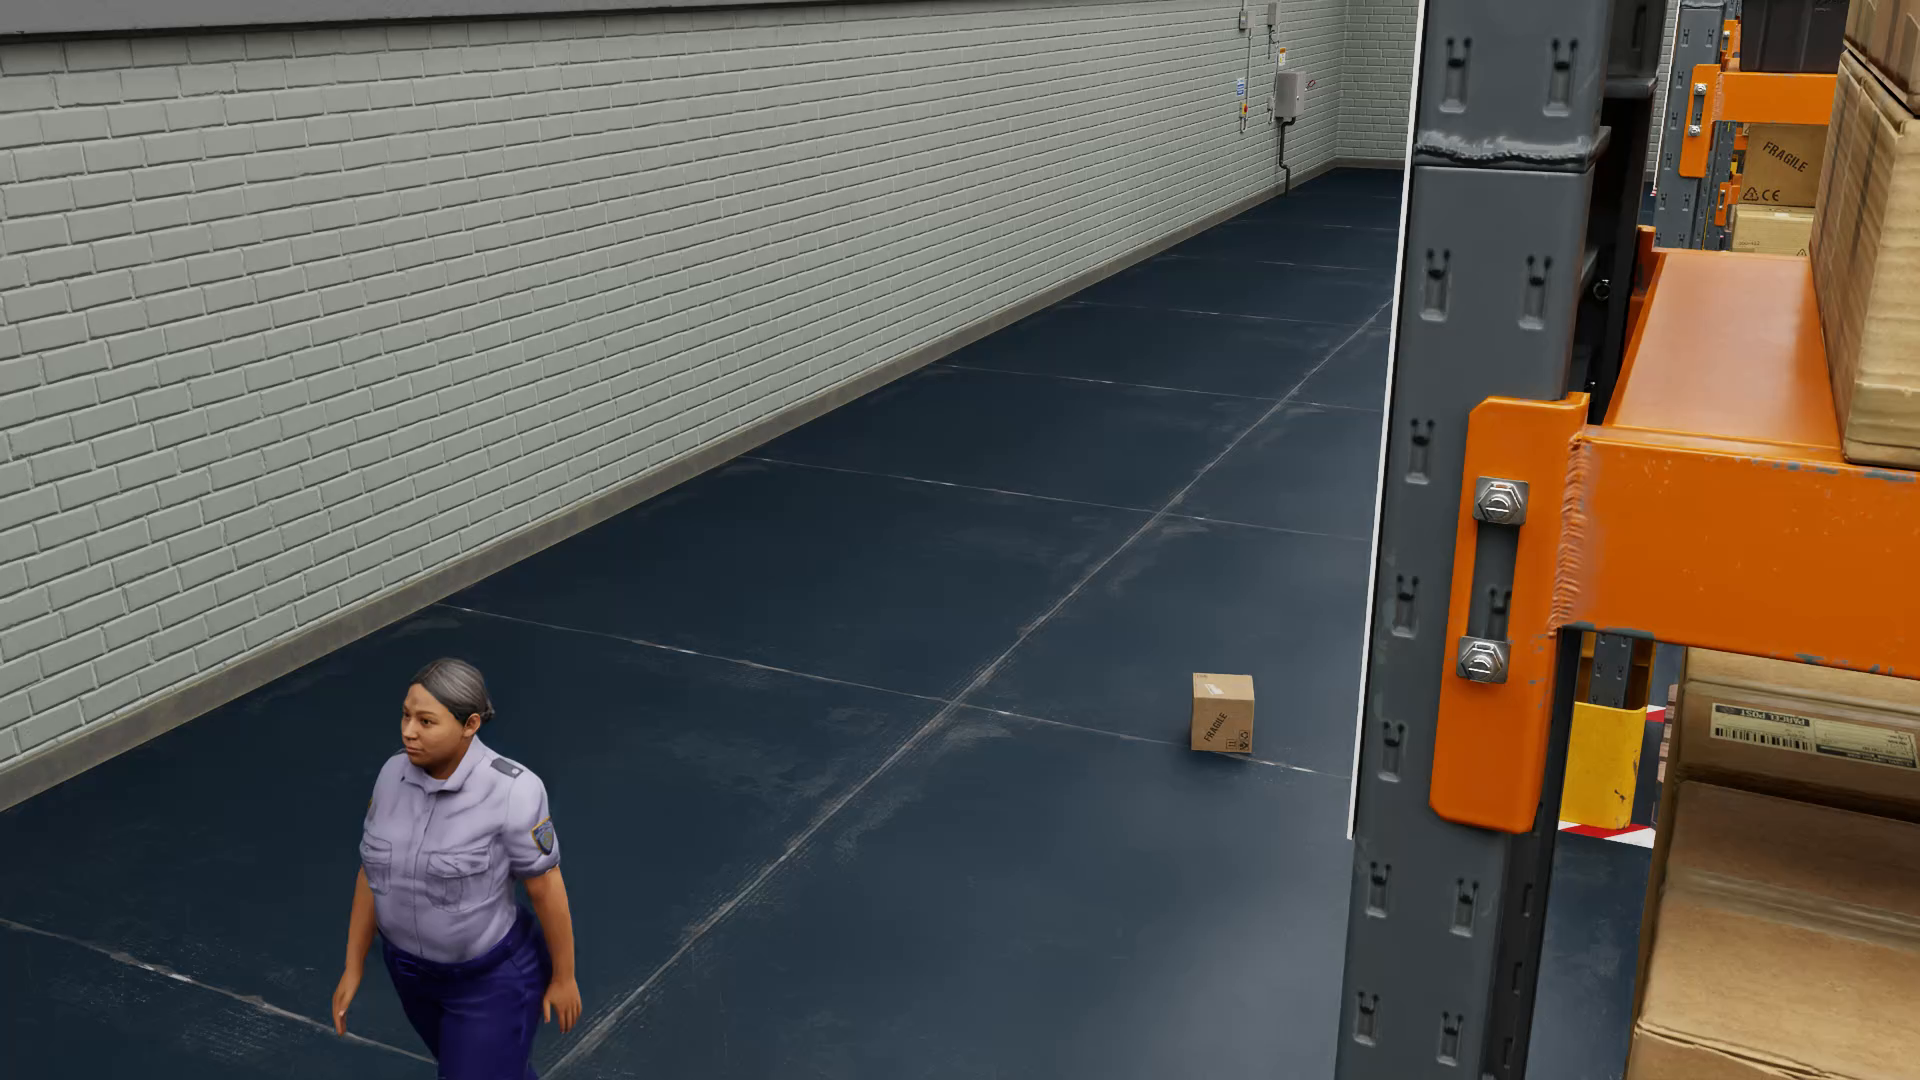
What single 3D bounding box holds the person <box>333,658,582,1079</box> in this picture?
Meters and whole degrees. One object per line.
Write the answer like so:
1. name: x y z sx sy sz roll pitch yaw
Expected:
1. person: -1.235 1.089 3.976 0.513 1.667 0.788 9 21 25
